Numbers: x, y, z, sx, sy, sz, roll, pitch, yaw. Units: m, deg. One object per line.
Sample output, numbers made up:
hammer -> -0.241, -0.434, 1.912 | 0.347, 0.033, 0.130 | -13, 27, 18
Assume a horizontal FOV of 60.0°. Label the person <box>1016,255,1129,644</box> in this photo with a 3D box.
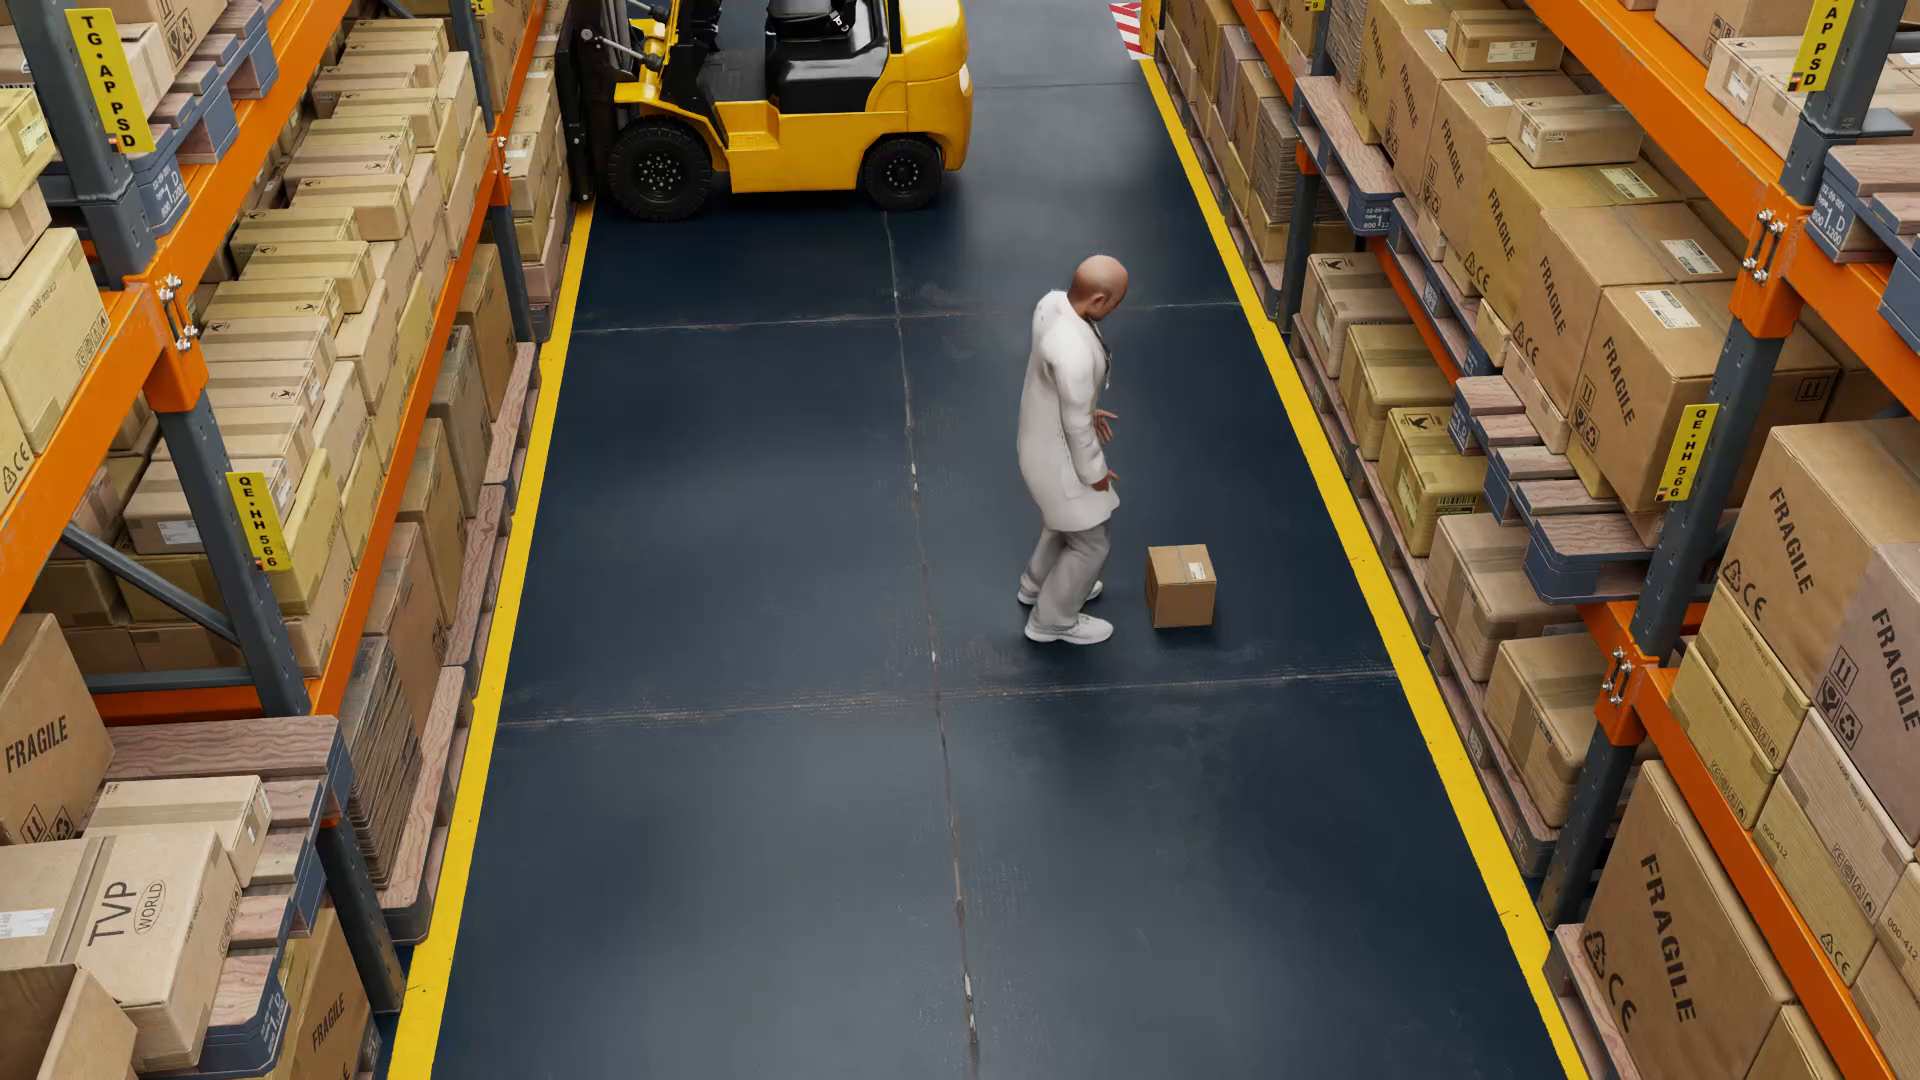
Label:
person -> 0.443, -0.364, 6.673 | 0.432, 1.728, 0.591 | -2, 39, -3
